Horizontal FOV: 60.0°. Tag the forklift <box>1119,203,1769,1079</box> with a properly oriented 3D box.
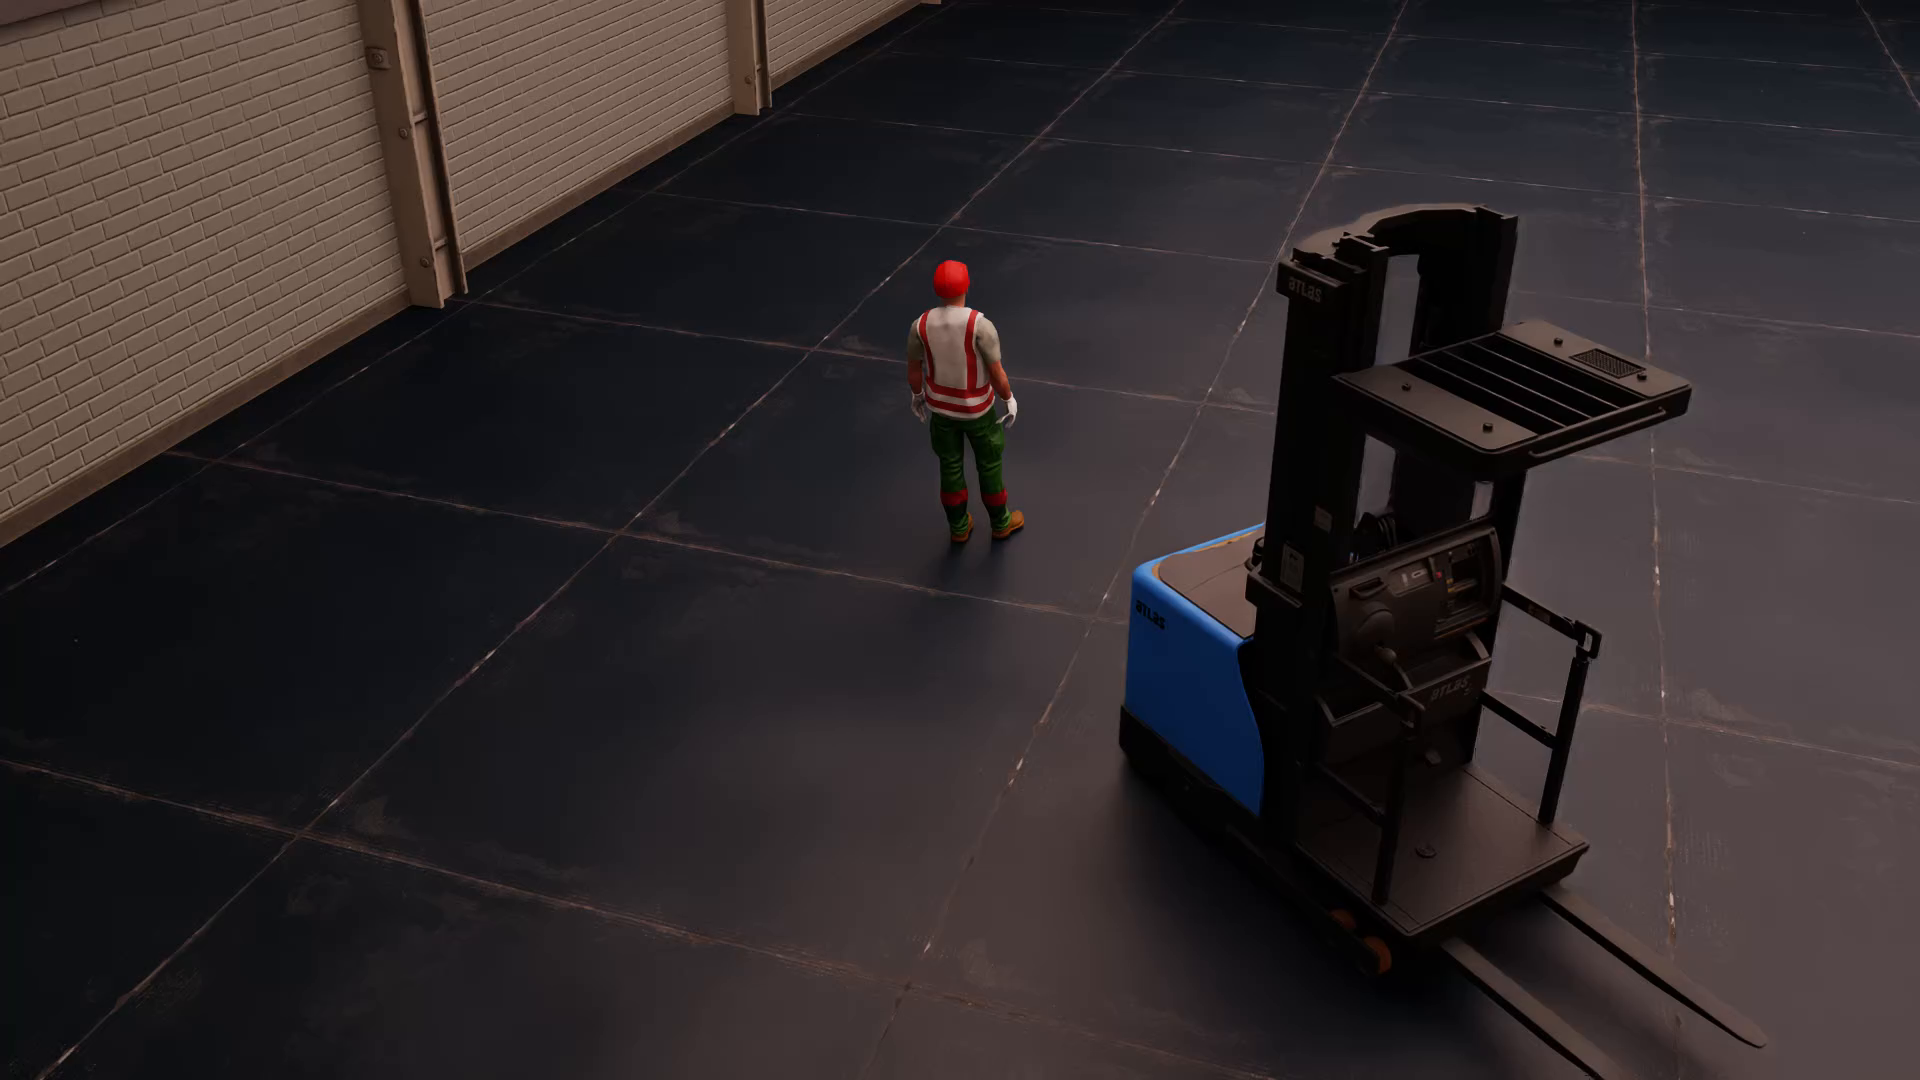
[{"bbox_3d":[1.988,0.274,6.655,1.130,2.935,3.031,-17,34,-27],"label":"forklift"}]

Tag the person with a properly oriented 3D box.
[{"bbox_3d":[0.037,-0.819,9.712,0.638,1.787,0.564,10,31,16],"label":"person"}]
